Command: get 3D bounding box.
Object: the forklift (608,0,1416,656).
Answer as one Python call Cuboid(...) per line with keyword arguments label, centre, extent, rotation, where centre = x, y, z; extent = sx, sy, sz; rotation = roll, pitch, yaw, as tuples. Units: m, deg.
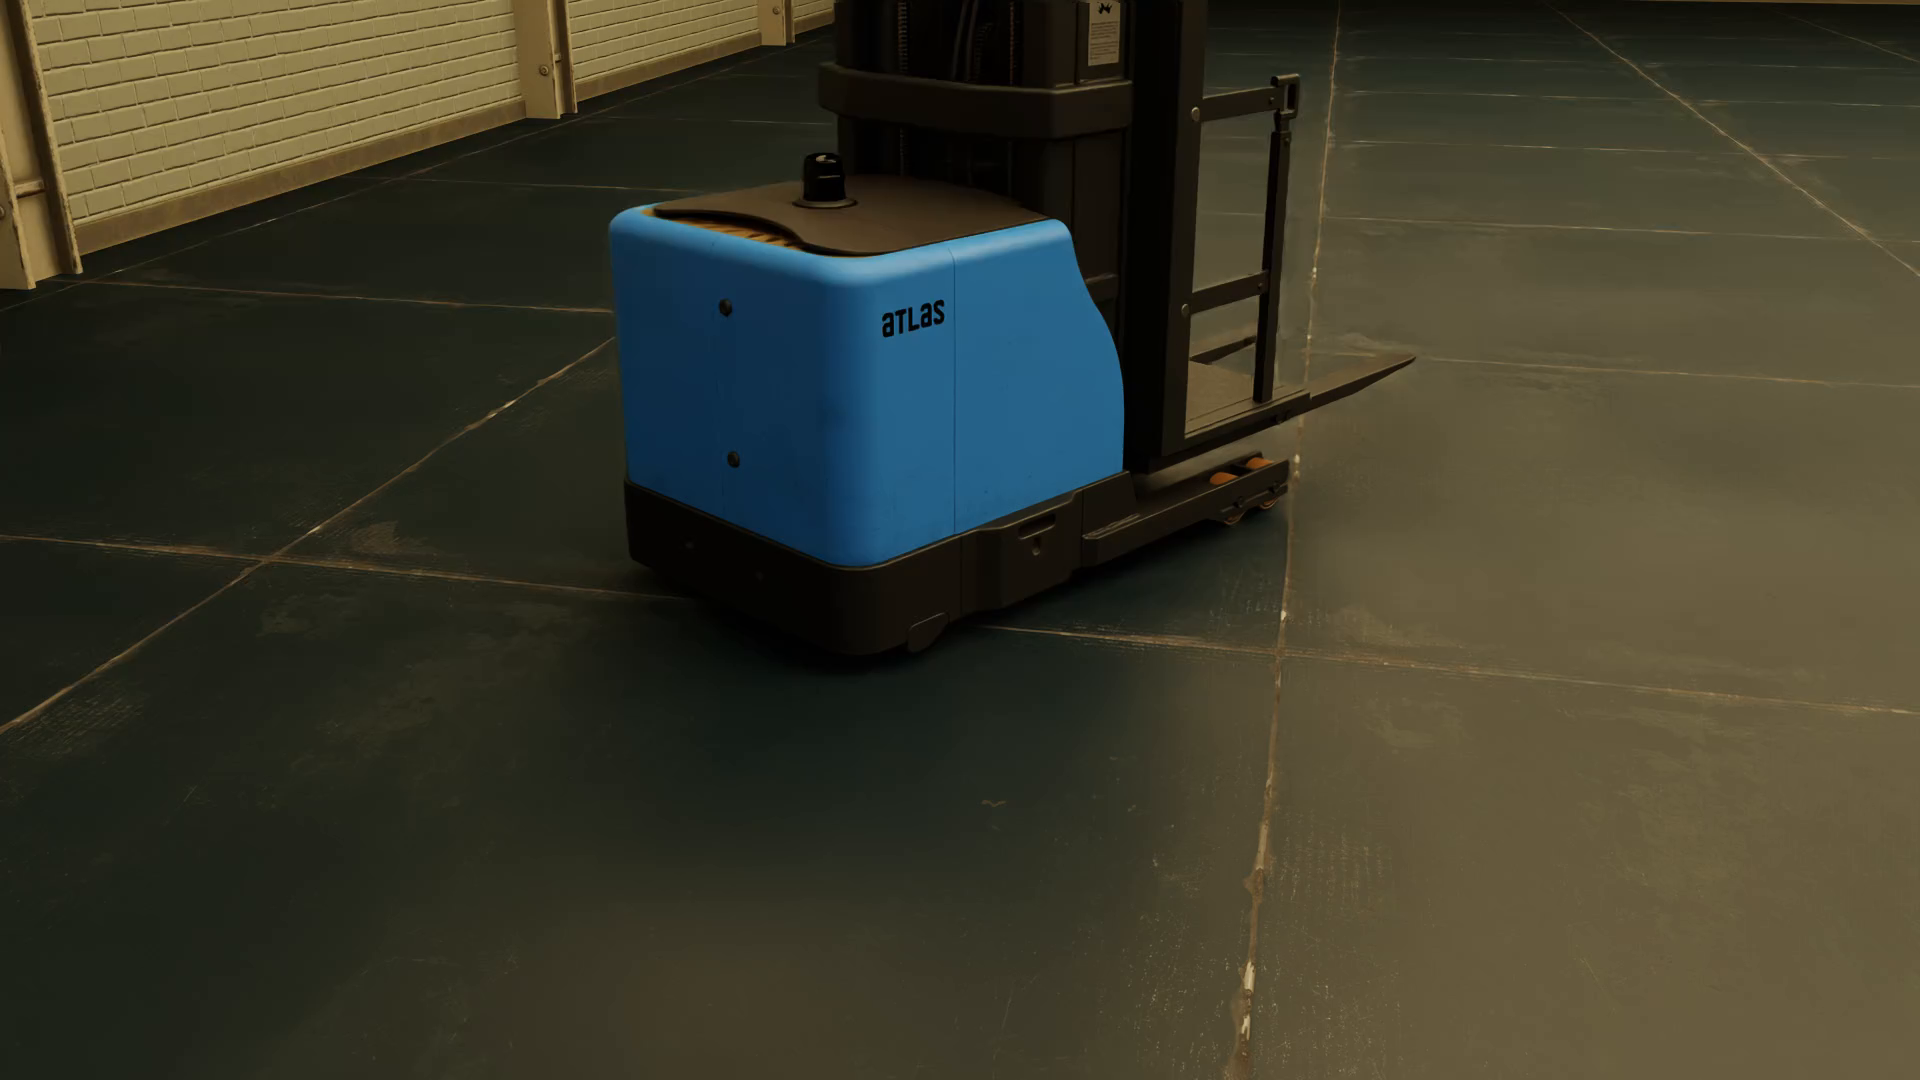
Cuboid(label="forklift", centre=(0.422, -1.525, 5.007), extent=(1.130, 2.935, 3.031), rotation=(20, 30, 40))
